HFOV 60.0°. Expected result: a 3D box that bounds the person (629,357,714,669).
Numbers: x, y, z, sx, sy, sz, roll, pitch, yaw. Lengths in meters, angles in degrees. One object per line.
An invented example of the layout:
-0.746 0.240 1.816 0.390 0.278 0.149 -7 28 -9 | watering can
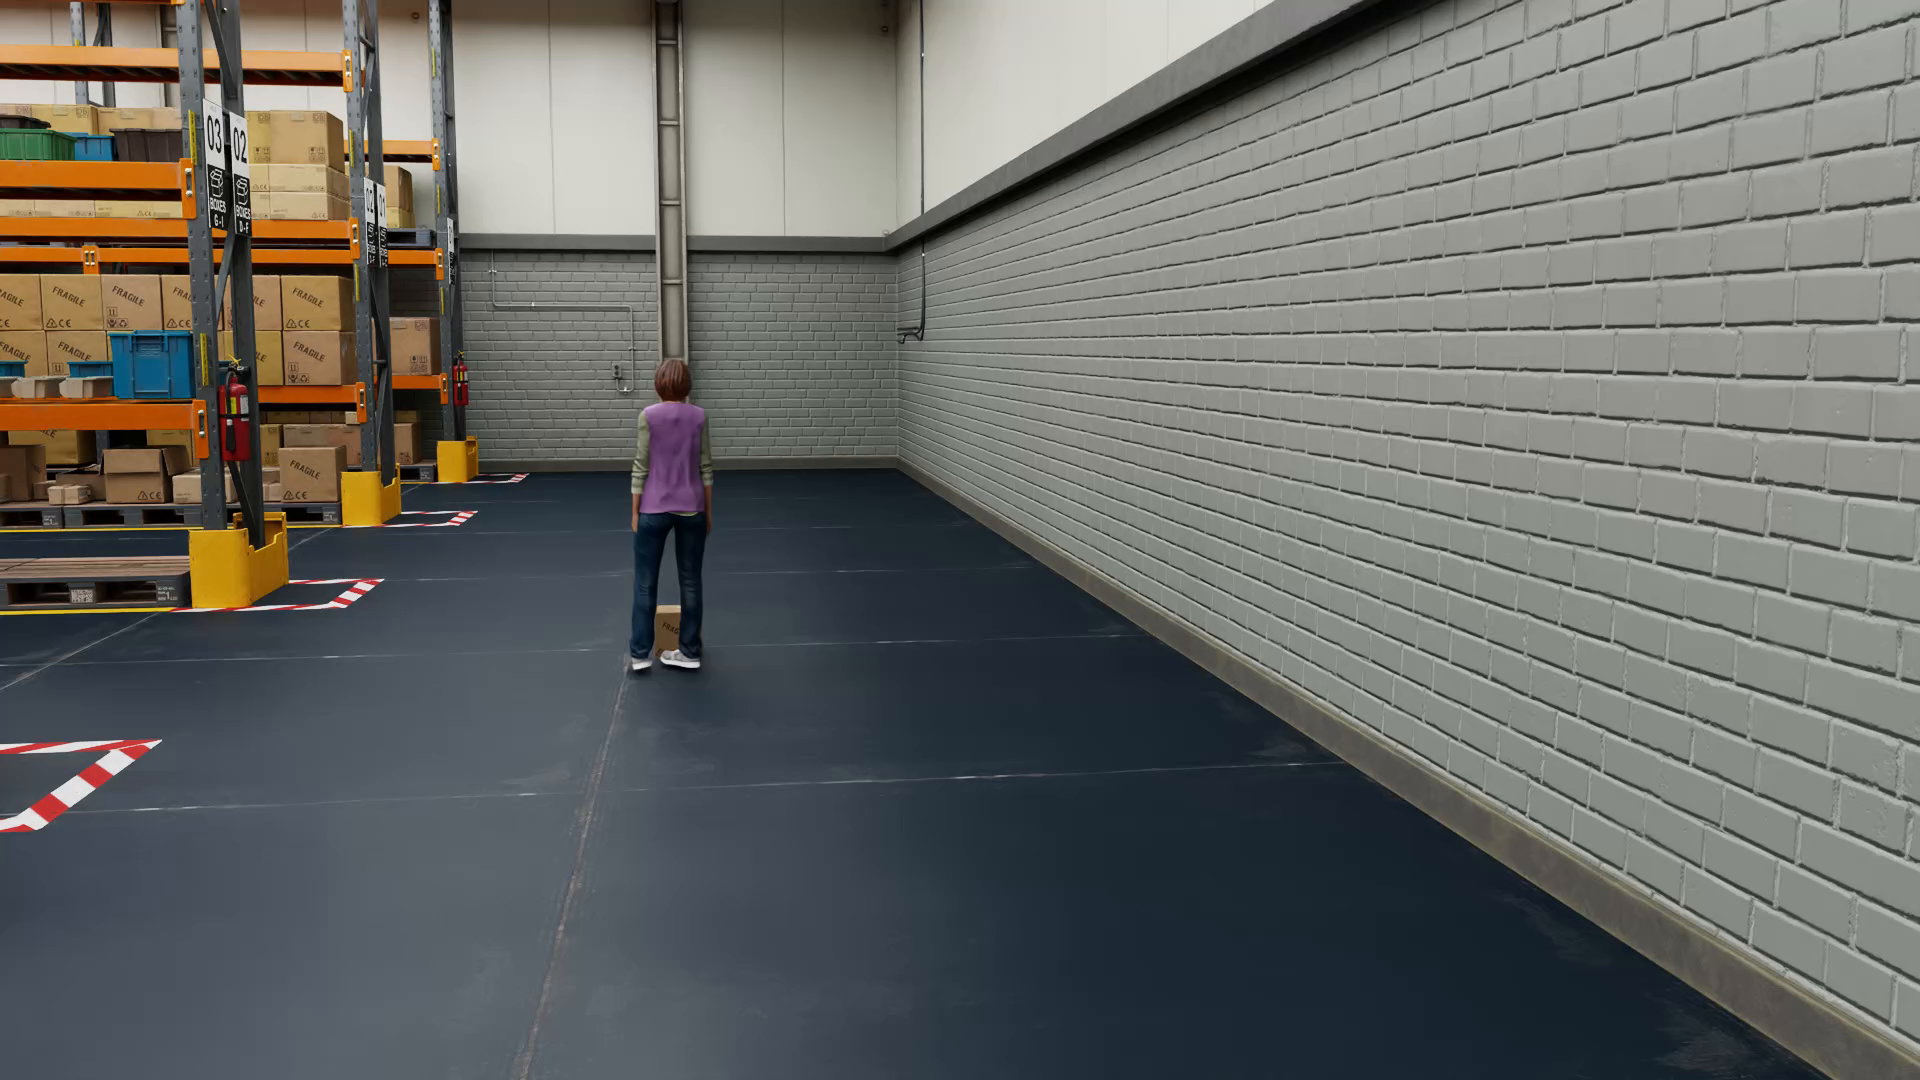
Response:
-1.489 -0.128 8.529 0.449 1.610 0.373 -3 7 -21 | person
